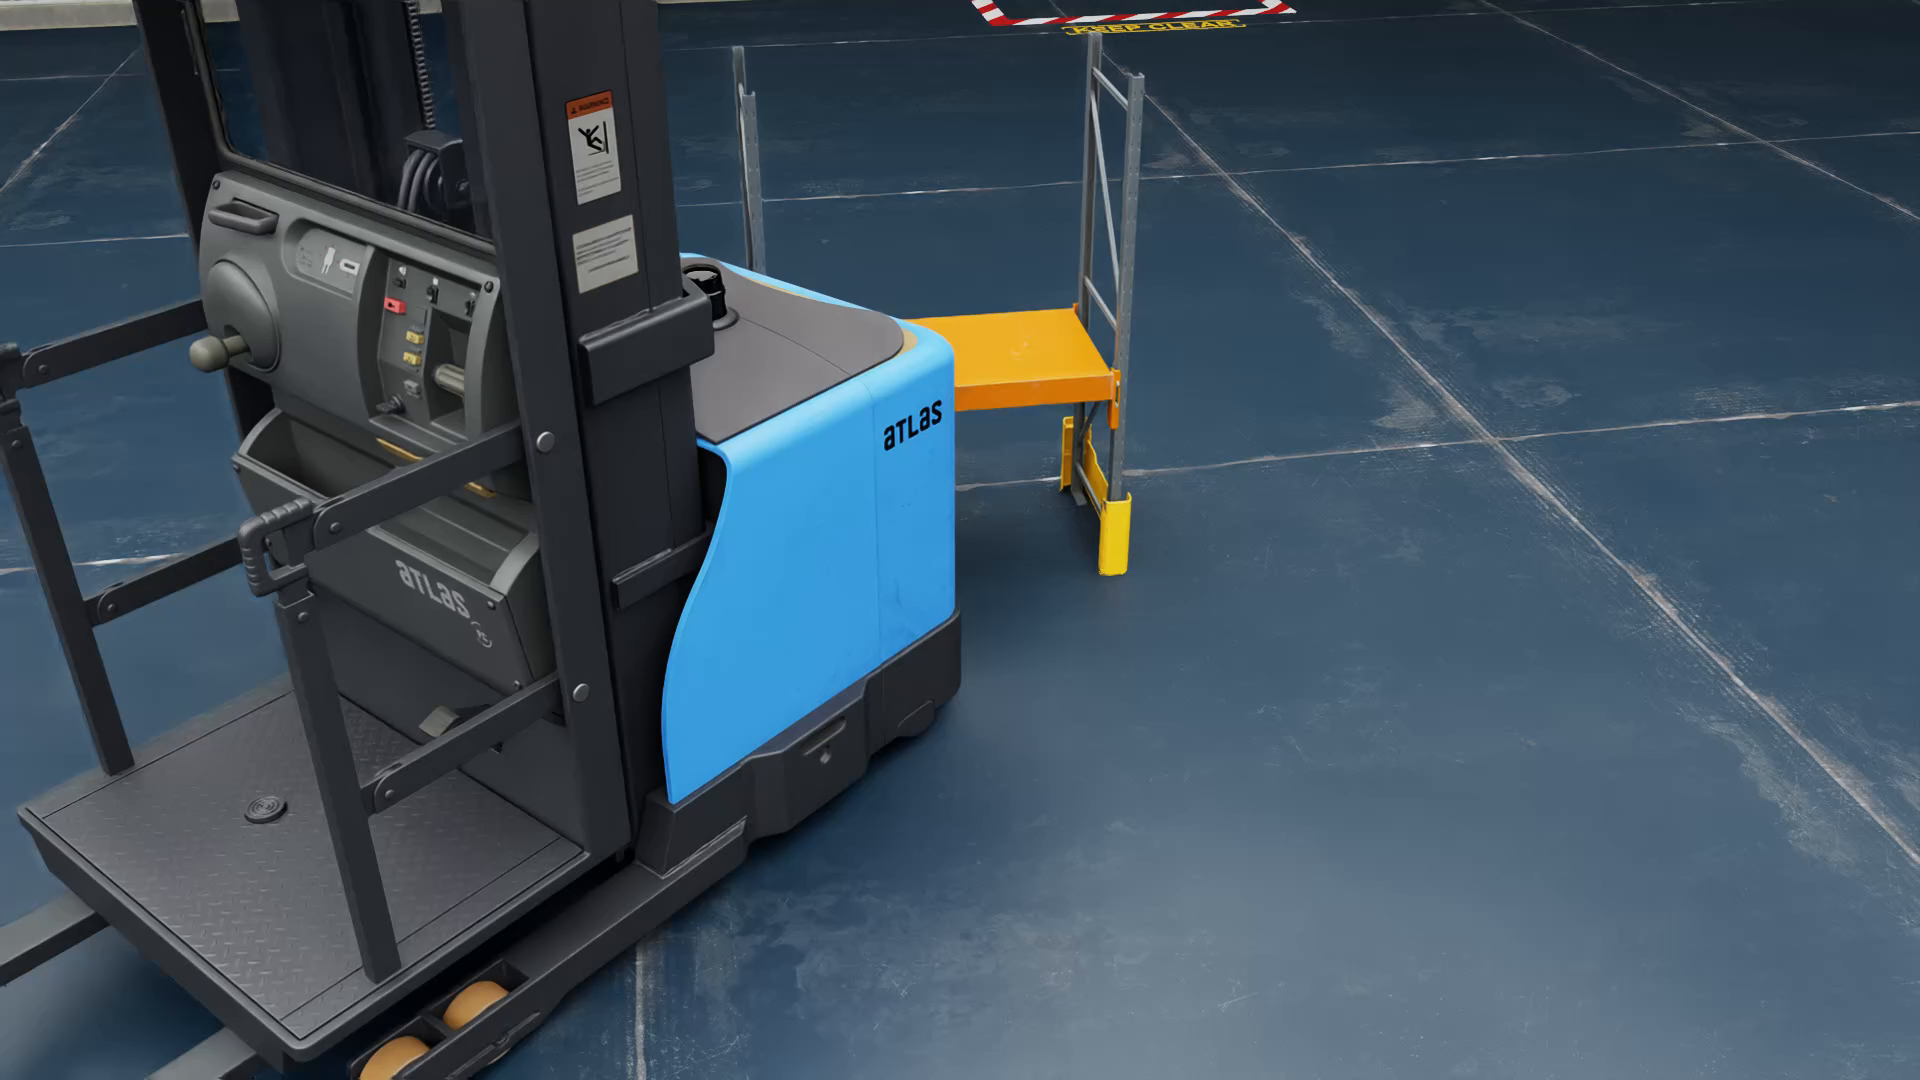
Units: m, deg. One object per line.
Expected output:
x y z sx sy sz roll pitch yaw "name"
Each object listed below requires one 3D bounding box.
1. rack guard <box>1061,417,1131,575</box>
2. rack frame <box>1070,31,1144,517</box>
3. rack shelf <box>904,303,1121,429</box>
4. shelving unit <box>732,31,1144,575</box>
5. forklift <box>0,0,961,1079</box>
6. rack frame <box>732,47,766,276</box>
0.424 -0.150 5.259 0.087 0.250 0.587 -5 31 -9 "rack guard"
0.426 -0.689 4.942 0.032 1.500 0.500 -5 31 -9 "rack frame"
-0.075 -0.489 4.958 1.000 0.185 0.538 -5 31 -9 "rack shelf"
-0.066 -0.645 4.868 1.083 1.500 0.587 -5 31 -9 "shelving unit"
-1.311 -0.396 3.032 1.130 2.935 3.031 22 37 33 "forklift"
-0.576 -0.600 4.791 0.032 1.500 0.500 -5 31 -9 "rack frame"
